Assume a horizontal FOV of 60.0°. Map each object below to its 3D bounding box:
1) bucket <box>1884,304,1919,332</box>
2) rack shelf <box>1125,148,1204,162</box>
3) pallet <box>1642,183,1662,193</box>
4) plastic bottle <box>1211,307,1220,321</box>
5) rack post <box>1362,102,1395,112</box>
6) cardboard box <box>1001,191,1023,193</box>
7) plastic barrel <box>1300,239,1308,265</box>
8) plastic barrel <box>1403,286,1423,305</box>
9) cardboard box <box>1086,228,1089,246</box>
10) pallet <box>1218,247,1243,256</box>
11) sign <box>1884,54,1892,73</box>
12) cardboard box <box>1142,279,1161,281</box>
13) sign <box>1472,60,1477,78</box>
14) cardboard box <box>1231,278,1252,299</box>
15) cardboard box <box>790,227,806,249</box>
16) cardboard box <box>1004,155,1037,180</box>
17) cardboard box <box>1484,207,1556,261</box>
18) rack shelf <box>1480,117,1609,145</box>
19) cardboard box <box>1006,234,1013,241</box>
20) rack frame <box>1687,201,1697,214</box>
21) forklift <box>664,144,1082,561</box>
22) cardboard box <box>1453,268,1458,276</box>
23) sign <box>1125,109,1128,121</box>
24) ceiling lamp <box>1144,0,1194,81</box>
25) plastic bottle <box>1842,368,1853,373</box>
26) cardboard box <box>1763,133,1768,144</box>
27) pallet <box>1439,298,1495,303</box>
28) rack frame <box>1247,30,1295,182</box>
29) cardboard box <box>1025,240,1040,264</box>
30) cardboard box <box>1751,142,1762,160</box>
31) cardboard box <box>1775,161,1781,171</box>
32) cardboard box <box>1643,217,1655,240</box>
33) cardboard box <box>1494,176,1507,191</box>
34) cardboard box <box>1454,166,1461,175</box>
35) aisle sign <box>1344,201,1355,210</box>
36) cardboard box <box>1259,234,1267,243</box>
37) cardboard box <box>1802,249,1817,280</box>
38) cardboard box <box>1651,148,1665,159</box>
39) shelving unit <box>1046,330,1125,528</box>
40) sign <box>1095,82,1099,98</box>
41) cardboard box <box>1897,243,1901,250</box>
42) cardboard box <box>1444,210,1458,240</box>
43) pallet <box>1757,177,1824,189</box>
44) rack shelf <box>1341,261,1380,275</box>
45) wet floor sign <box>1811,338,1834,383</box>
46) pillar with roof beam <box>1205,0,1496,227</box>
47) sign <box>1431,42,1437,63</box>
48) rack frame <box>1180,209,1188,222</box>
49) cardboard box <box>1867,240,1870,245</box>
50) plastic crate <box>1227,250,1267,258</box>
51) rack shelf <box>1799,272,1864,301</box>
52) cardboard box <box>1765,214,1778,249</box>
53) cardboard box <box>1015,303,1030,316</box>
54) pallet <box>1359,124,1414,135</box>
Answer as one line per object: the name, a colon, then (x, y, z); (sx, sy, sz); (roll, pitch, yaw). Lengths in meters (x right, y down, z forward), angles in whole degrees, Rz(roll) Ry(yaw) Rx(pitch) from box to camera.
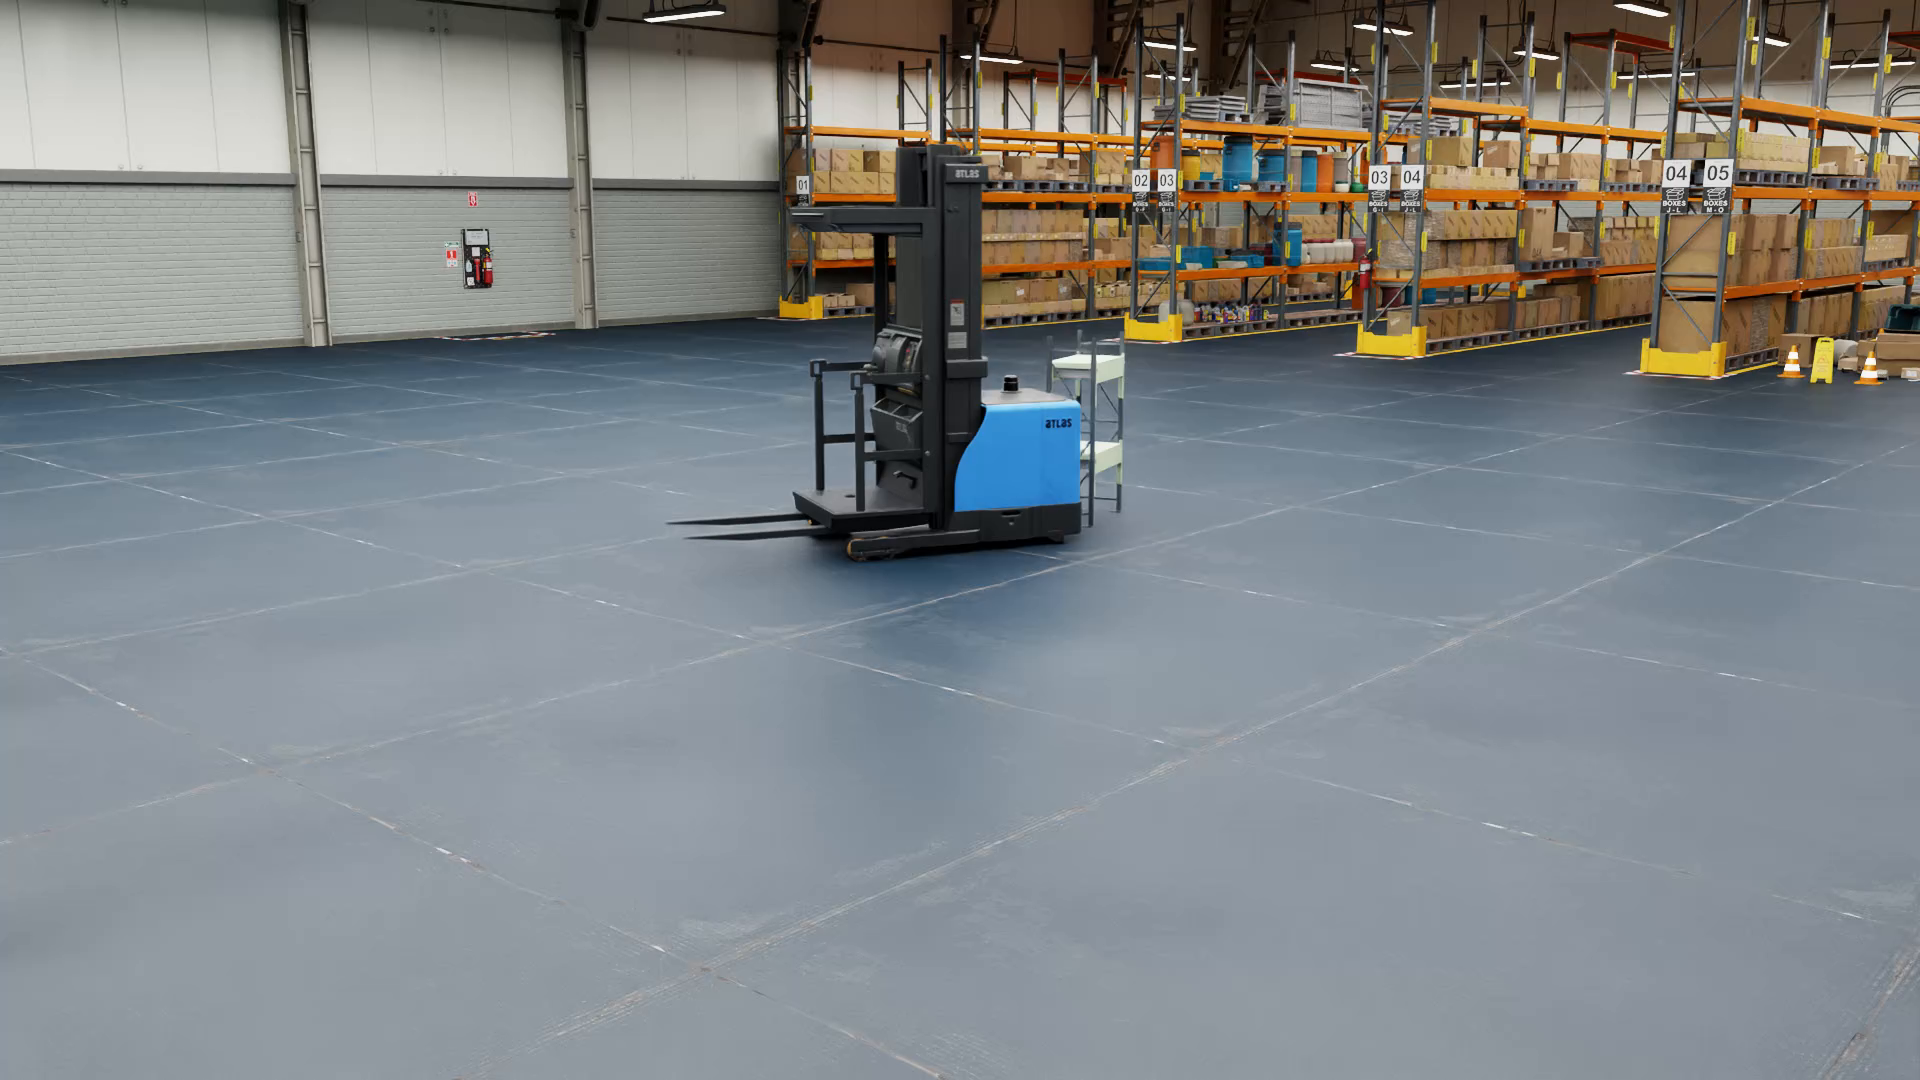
bucket: (15.371, -3.444, 26.773); (0.620, 0.611, 0.726); (5, 7, -30)
rack shelf: (5.509, -11.064, 47.987); (1.077, 0.370, 4.000); (10, 15, 40)
pallet: (14.783, -7.691, 36.390); (0.805, 0.209, 1.217); (9, 14, 38)
plastic bottle: (5.228, -4.628, 34.053); (0.152, 0.276, 0.135); (10, 15, 40)
rack post: (9.431, -9.829, 37.631); (0.624, 0.289, 0.986); (10, 15, 40)
cardboard box: (1.276, -9.084, 43.053); (0.500, 0.311, 0.500); (10, 15, 40)
plastic barrel: (7.146, -6.098, 35.235); (0.433, 0.535, 0.433); (0, 11, 0)
plastic barrel: (10.791, -6.090, 39.831); (0.600, 0.901, 0.708); (10, 15, 40)
cardboard box: (3.406, -8.332, 45.701); (0.500, 0.500, 0.500); (10, 15, 40)
pallet: (6.552, -7.341, 42.295); (1.003, 0.211, 1.213); (10, 15, 40)
sign: (16.789, -8.617, 30.089); (0.100, 0.325, 0.005); (10, 15, 40)
cardboard box: (4.706, -6.242, 40.819); (0.500, 0.311, 0.500); (10, 15, 42)
sign: (9.650, -8.827, 31.140); (0.100, 0.325, 0.005); (10, 15, 40)
cardboard box: (7.138, -6.471, 42.712); (0.500, 0.500, 0.500); (10, 15, 41)
cardboard box: (-3.581, -7.012, 38.576); (0.500, 0.500, 0.500); (10, 15, 40)
cardboard box: (1.293, -7.975, 35.636); (0.500, 0.500, 0.500); (10, 15, 40)
cardboard box: (10.700, -5.877, 31.874); (1.000, 1.000, 1.000); (10, 15, 41)
rack shelf: (11.390, -7.965, 32.474); (1.077, 0.370, 4.000); (10, 15, 40)
cardboard box: (0.918, -6.481, 35.588); (0.380, 0.149, 0.250); (9, 15, 39)
rack frame: (17.992, -7.044, 40.319); (1.000, 3.000, 0.127); (10, 15, 40)
forklift: (-0.647, -1.401, 12.245); (3.031, 2.935, 1.130); (-4, 12, -21)
cardboard box: (8.617, -4.762, 29.538); (0.380, 0.149, 0.250); (10, 15, 40)
sign: (4.604, -11.747, 45.962); (0.100, 0.325, 0.005); (10, 15, 40)
ceiling lamp: (5.746, -13.695, 43.401); (0.800, 3.185, 2.000); (10, 15, 40)
plastic bottle: (13.698, -2.622, 25.681); (0.133, 0.061, 0.283); (4, 12, 21)
cardboard box: (12.220, -6.185, 25.637); (0.380, 0.149, 0.250); (9, 15, 39)
pallet: (12.892, -6.022, 42.321); (1.003, 0.211, 1.213); (10, 15, 40)
rack frame: (6.350, -8.860, 34.098); (1.000, 3.000, 0.127); (10, 15, 40)
cardboard box: (1.329, -6.315, 36.416); (0.700, 0.500, 0.500); (10, 15, 42)
cardboard box: (11.934, -5.944, 25.452); (0.500, 0.250, 0.500); (10, 15, 40)
cardboard box: (12.722, -5.905, 26.274); (0.380, 0.149, 0.250); (10, 15, 40)
cardboard box: (14.936, -6.901, 36.788); (0.797, 0.503, 0.637); (9, 15, 39)
cardboard box: (9.613, -6.499, 30.317); (0.500, 0.250, 0.500); (10, 15, 42)
cardboard box: (8.500, -6.438, 28.993); (0.380, 0.149, 0.250); (10, 15, 40)
aisle sign: (10.828, -9.570, 46.331); (0.394, 0.787, 0.004); (10, 15, 40)
cardboard box: (8.050, -7.892, 44.312); (0.500, 0.500, 0.500); (10, 15, 41)
cardboard box: (14.279, -4.714, 28.397); (0.500, 0.500, 0.500); (10, 15, 41)
cardboard box: (15.977, -8.735, 37.633); (0.500, 0.250, 0.500); (9, 14, 37)
shelving unit: (1.015, -0.916, 13.469); (0.431, 1.500, 0.755); (5, 12, 22)
sign: (3.032, -9.962, 36.823); (0.100, 0.325, 0.005); (10, 15, 40)
cardboard box: (18.557, -5.869, 33.245); (0.380, 0.149, 0.250); (11, 15, 43)
cardboard box: (8.333, -5.493, 28.988); (0.500, 0.500, 0.500); (10, 15, 40)
pallet: (14.298, -6.140, 28.626); (0.805, 0.209, 1.217); (9, 14, 38)
rack shelf: (10.310, -6.449, 39.175); (1.077, 0.370, 4.000); (10, 15, 40)
wet floor sign: (12.557, -2.619, 24.175); (0.267, 0.644, 0.232); (7, 13, 31)
pillar with roof beam: (11.196, -11.859, 49.112); (9.100, 9.000, 0.548); (10, 15, 40)
sign: (7.837, -8.058, 27.495); (0.100, 0.325, 0.005); (10, 15, 40)
rack frame: (6.832, -8.965, 49.936); (0.949, 2.616, 0.053); (10, 15, 40)
cardboard box: (16.996, -5.668, 31.480); (0.380, 0.149, 0.250); (9, 15, 39)
plastic crate: (5.909, -5.828, 34.388); (0.767, 0.338, 0.504); (10, 15, 40)
rack shelf: (15.050, -4.564, 29.738); (1.077, 0.370, 4.000); (10, 15, 40)
cardboard box: (12.725, -5.018, 27.035); (0.875, 0.550, 0.550); (10, 15, 40)
cardboard box: (1.170, -5.026, 36.166); (0.500, 0.250, 0.500); (10, 15, 40)
pallet: (9.490, -9.262, 37.613); (1.213, 0.211, 1.003); (10, 15, 40)
